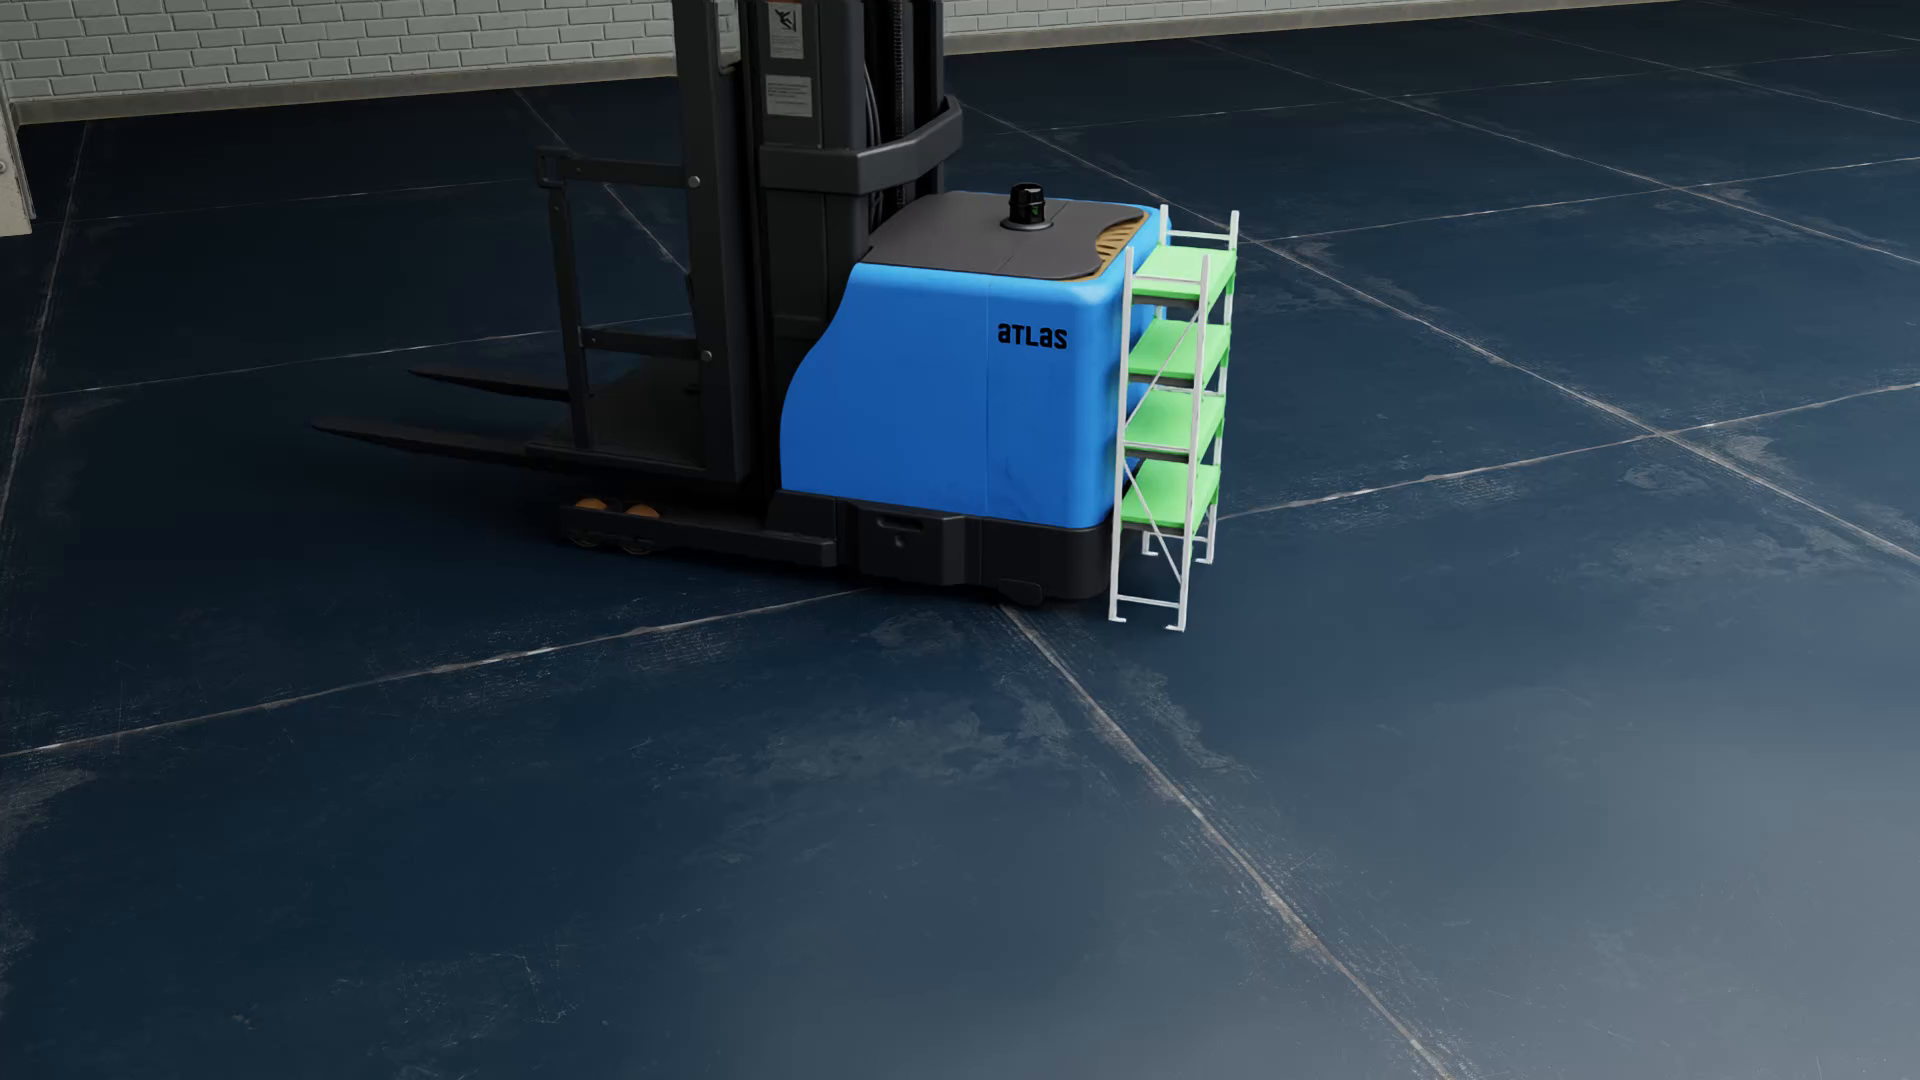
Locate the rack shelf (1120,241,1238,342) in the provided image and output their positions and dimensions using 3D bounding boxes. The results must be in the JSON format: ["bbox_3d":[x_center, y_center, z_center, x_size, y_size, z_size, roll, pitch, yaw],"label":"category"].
[{"bbox_3d":[0.659,-0.749,4.968,0.258,0.148,0.480,8,27,16],"label":"rack shelf"}]

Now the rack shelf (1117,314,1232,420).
[{"bbox_3d":[0.659,-0.533,5.074,0.258,0.148,0.480,8,27,16],"label":"rack shelf"}]

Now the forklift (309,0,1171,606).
[{"bbox_3d":[-0.851,-1.476,5.432,3.031,2.935,1.130,8,27,16],"label":"forklift"}]

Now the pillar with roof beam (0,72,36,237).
[{"bbox_3d":[-1.416,-6.539,8.886,9.100,9.000,0.400,-11,28,-21],"label":"pillar with roof beam"}]

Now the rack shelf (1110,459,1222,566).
[{"bbox_3d":[0.659,-0.102,5.284,0.258,0.148,0.480,8,27,16],"label":"rack shelf"}]

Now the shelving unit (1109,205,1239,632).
[{"bbox_3d":[0.659,-0.375,5.151,0.258,1.200,0.503,8,27,16],"label":"shelving unit"}]

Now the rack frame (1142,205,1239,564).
[{"bbox_3d":[0.734,-0.477,5.360,0.240,1.200,0.015,8,27,16],"label":"rack frame"}]

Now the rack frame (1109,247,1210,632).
[{"bbox_3d":[0.584,-0.273,4.942,0.240,1.200,0.015,8,27,16],"label":"rack frame"}]

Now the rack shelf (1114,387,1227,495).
[{"bbox_3d":[0.659,-0.318,5.179,0.258,0.148,0.480,8,27,16],"label":"rack shelf"}]
